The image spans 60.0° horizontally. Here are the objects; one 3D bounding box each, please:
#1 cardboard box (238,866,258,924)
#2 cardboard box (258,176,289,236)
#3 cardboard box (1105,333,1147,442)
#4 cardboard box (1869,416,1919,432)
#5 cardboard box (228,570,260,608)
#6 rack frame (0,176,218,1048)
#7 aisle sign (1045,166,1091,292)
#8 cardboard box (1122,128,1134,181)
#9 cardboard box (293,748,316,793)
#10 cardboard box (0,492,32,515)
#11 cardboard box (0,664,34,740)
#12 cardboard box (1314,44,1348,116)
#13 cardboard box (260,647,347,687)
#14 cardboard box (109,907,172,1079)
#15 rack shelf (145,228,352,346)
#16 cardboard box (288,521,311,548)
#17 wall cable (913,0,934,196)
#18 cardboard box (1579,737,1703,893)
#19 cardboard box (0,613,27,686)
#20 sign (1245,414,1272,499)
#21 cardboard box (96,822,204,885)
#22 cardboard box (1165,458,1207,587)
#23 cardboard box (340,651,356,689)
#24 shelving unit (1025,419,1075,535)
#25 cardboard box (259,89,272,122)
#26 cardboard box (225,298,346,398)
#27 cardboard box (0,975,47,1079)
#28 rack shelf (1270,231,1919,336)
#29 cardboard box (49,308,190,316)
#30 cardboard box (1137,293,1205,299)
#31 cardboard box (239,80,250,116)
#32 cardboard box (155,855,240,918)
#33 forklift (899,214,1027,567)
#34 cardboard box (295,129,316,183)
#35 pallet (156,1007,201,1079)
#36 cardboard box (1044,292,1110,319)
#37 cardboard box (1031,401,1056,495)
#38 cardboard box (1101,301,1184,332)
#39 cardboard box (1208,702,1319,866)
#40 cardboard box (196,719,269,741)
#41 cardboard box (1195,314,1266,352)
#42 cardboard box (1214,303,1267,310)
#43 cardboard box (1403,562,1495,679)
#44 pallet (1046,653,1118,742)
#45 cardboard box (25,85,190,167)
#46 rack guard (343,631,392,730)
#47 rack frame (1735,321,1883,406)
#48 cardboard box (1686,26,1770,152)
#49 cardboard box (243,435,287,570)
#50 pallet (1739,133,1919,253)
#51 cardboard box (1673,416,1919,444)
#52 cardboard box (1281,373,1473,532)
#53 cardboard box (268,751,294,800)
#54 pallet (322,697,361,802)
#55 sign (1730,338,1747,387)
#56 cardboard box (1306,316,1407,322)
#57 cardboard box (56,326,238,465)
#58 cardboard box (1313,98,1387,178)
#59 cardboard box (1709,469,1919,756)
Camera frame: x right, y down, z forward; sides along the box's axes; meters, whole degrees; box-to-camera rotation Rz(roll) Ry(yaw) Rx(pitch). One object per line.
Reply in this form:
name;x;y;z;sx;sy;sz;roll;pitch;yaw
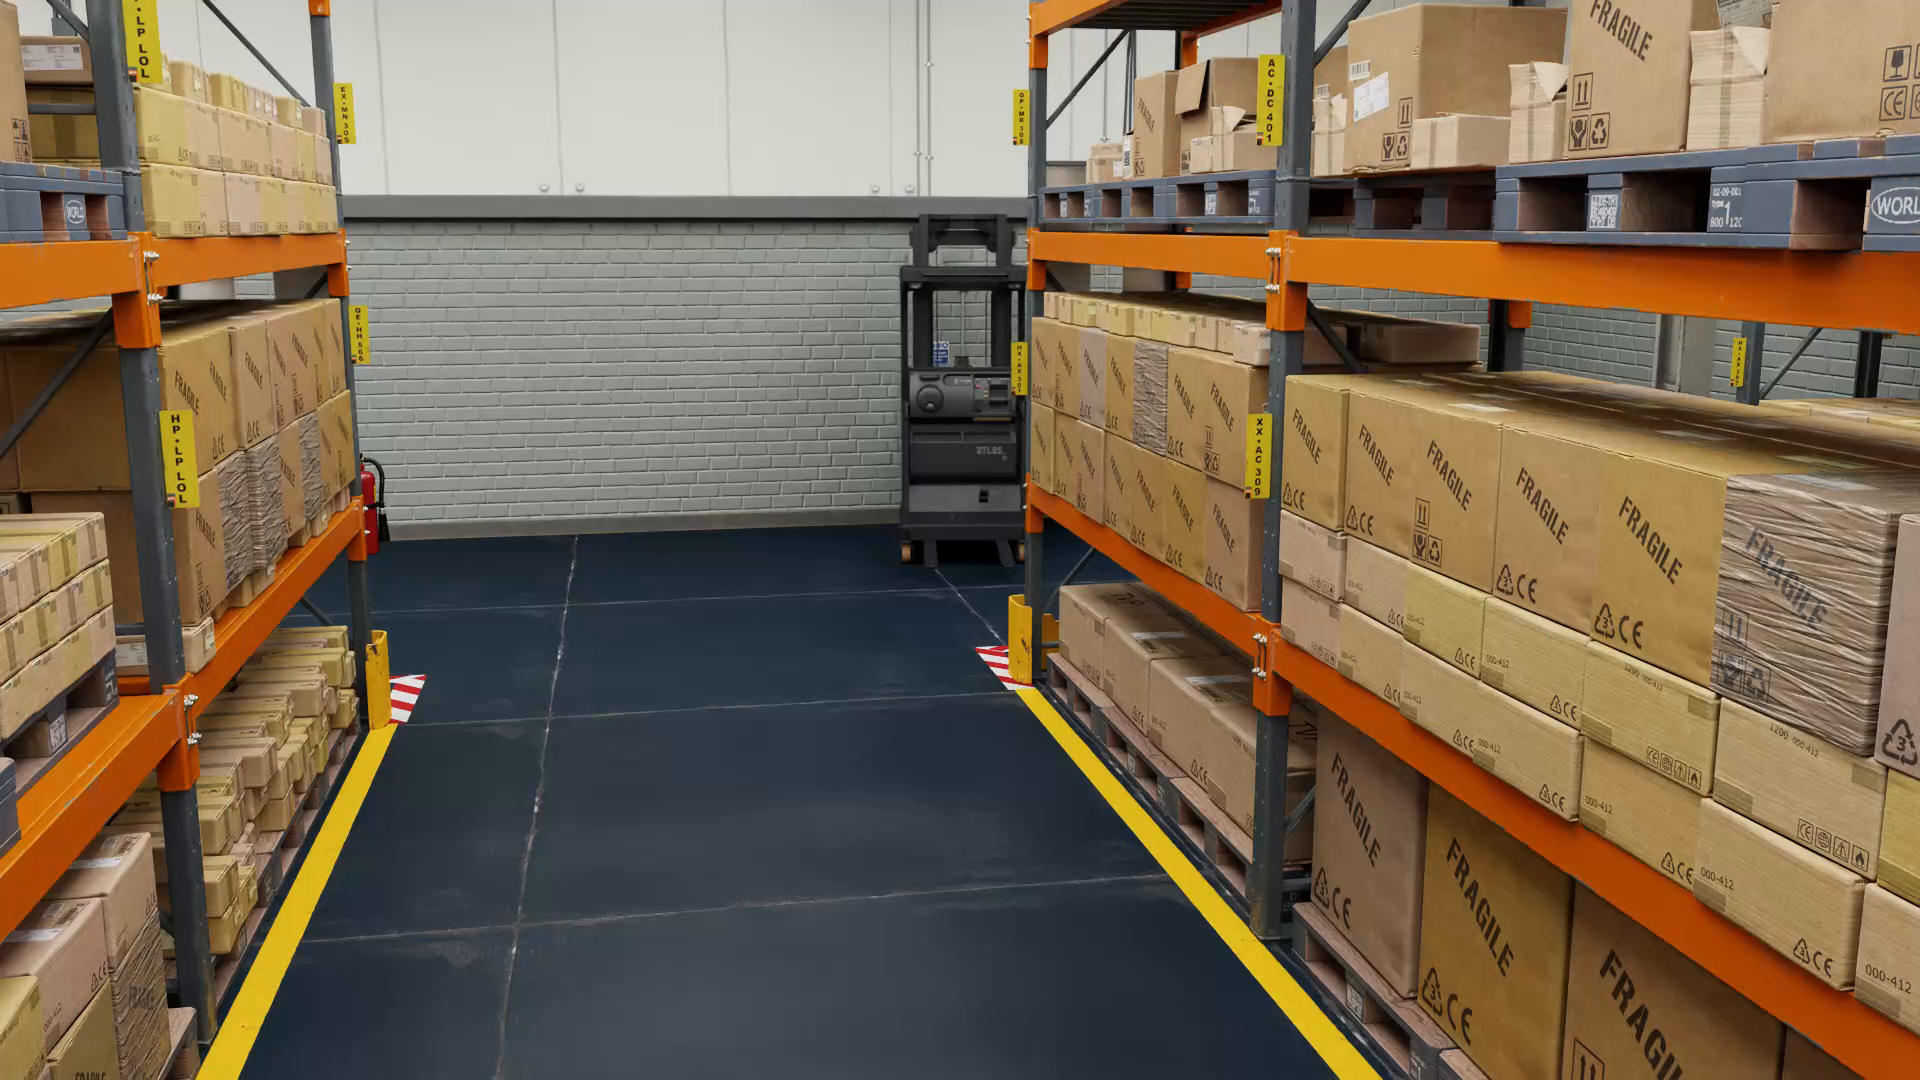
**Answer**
cardboard box;-2.952;1.388;6.439;0.380;0.149;0.250;-2;11;-9
cardboard box;-3.263;-1.457;7.264;0.500;0.250;0.500;-2;11;-8
cardboard box;1.040;-0.773;8.349;0.500;0.500;0.500;-2;11;-11
cardboard box;5.805;-0.587;9.916;0.500;0.250;0.500;-2;11;-12
cardboard box;-3.138;0.190;6.902;0.380;0.149;0.250;-2;11;-10
rack frame;-3.145;0.321;5.543;1.000;3.000;0.127;-2;11;-11
aisle sign;0.614;-1.891;10.211;0.394;0.787;0.004;-2;11;-11
cardboard box;1.155;-2.020;8.668;0.500;0.311;0.500;-2;11;-10
cardboard box;-3.294;1.105;7.921;0.380;0.149;0.250;-2;11;-10
cardboard box;-3.516;0.047;5.918;0.500;0.500;0.500;-2;11;-11
cardboard box;-2.727;0.443;4.450;0.380;0.149;0.250;-3;11;-14
cardboard box;1.782;-1.771;6.854;0.500;0.500;0.500;-2;11;-10
cardboard box;-3.404;0.668;8.629;0.380;0.149;0.250;-2;11;-12
cardboard box;-2.754;1.469;5.072;0.500;0.500;0.500;-2;11;-12
rack shelf;-3.534;-1.166;7.257;1.077;0.370;4.000;-2;11;-11
cardboard box;-3.412;-0.052;8.174;0.380;0.149;0.250;-3;11;-14
wall cable;-0.470;-4.592;15.307;0.463;3.000;0.029;-2;11;-11
cardboard box;1.919;0.660;4.161;0.500;0.250;0.500;-2;11;-12
cardboard box;-2.719;0.301;4.398;0.380;0.149;0.250;-2;11;-13
sign;1.147;-0.322;6.390;0.100;0.325;0.005;-2;11;-11
cardboard box;-3.009;1.152;6.086;0.380;0.149;0.250;-2;11;-9
cardboard box;1.244;-0.097;7.469;0.500;0.500;0.500;-2;11;-12
cardboard box;-3.540;0.722;9.143;0.380;0.149;0.250;-2;11;-13
shelving unit;0.872;-0.868;15.702;1.048;1.500;0.538;10;9;40
cardboard box;-3.352;-1.968;7.542;0.380;0.149;0.250;-2;11;-10
cardboard box;-3.590;-1.024;8.873;0.500;0.500;0.500;-2;11;-12
cardboard box;-2.549;1.293;3.993;0.500;0.250;0.500;-3;11;-14
rack shelf;2.080;-0.631;4.446;1.077;0.370;4.000;-2;11;-11
cardboard box;-3.912;-0.819;7.793;0.500;0.500;0.500;-2;11;-12
cardboard box;1.252;-1.366;9.729;0.380;0.149;0.250;-2;11;-10
cardboard box;-3.236;-1.873;7.044;0.380;0.149;0.250;-2;11;-13
cardboard box;-2.902;1.291;6.153;0.380;0.149;0.250;-2;11;-8
forklift;0.034;-1.298;14.231;1.130;2.935;3.031;0;11;-2
cardboard box;-3.483;-1.889;8.196;0.500;0.250;0.500;-2;11;-13
pallet;-2.992;1.833;5.054;1.003;0.211;1.213;-2;11;-11
cardboard box;0.710;-1.395;9.882;0.380;0.149;0.250;-2;11;-10
cardboard box;0.725;-0.562;9.914;0.500;0.500;0.500;-2;11;-11
cardboard box;0.948;-1.157;8.629;0.380;0.149;0.250;-2;11;-10
cardboard box;1.674;1.055;7.412;0.875;0.438;0.875;-2;11;-12
cardboard box;-3.278;0.911;7.352;0.380;0.149;0.250;-3;11;-13
cardboard box;1.268;-0.926;7.416;0.380;0.149;0.250;-2;11;-11
cardboard box;1.514;-1.131;8.494;0.380;0.149;0.250;-2;11;-9
cardboard box;1.701;0.229;5.087;0.500;0.250;0.500;-2;11;-10
pallet;1.145;0.902;9.946;1.003;0.211;1.213;-2;11;-11
cardboard box;-3.003;-1.422;5.739;0.500;0.250;0.500;-2;11;-9
rack guard;-3.908;0.829;9.558;1.175;0.500;0.348;-2;11;-11
rack frame;5.781;-0.793;11.392;1.000;3.000;0.127;-2;11;-11
cardboard box;1.858;-0.998;3.685;0.396;0.266;0.258;-2;11;-12
cardboard box;-3.160;-0.159;6.999;0.500;0.500;0.500;-2;11;-12
pallet;2.292;-0.641;3.079;1.213;0.211;1.003;-2;11;-8
cardboard box;2.327;-0.063;4.615;0.500;0.500;0.500;-2;11;-10
cardboard box;1.494;-0.327;6.004;0.500;0.500;0.500;-2;11;-10
cardboard box;-3.189;1.055;7.393;0.380;0.149;0.250;-2;11;-11
pallet;-3.785;1.121;8.795;1.003;0.211;1.213;-2;11;-11
sign;5.249;-1.198;11.208;0.100;0.325;0.005;-2;11;-11
cardboard box;1.727;-0.896;7.258;0.380;0.149;0.250;-2;11;-12
cardboard box;-3.109;-0.552;6.390;0.500;0.500;0.500;-2;11;-13
cardboard box;1.445;-1.387;5.730;0.396;0.266;0.258;-2;11;-12
cardboard box;2.004;0.136;3.570;0.500;0.500;0.500;-2;11;-10
